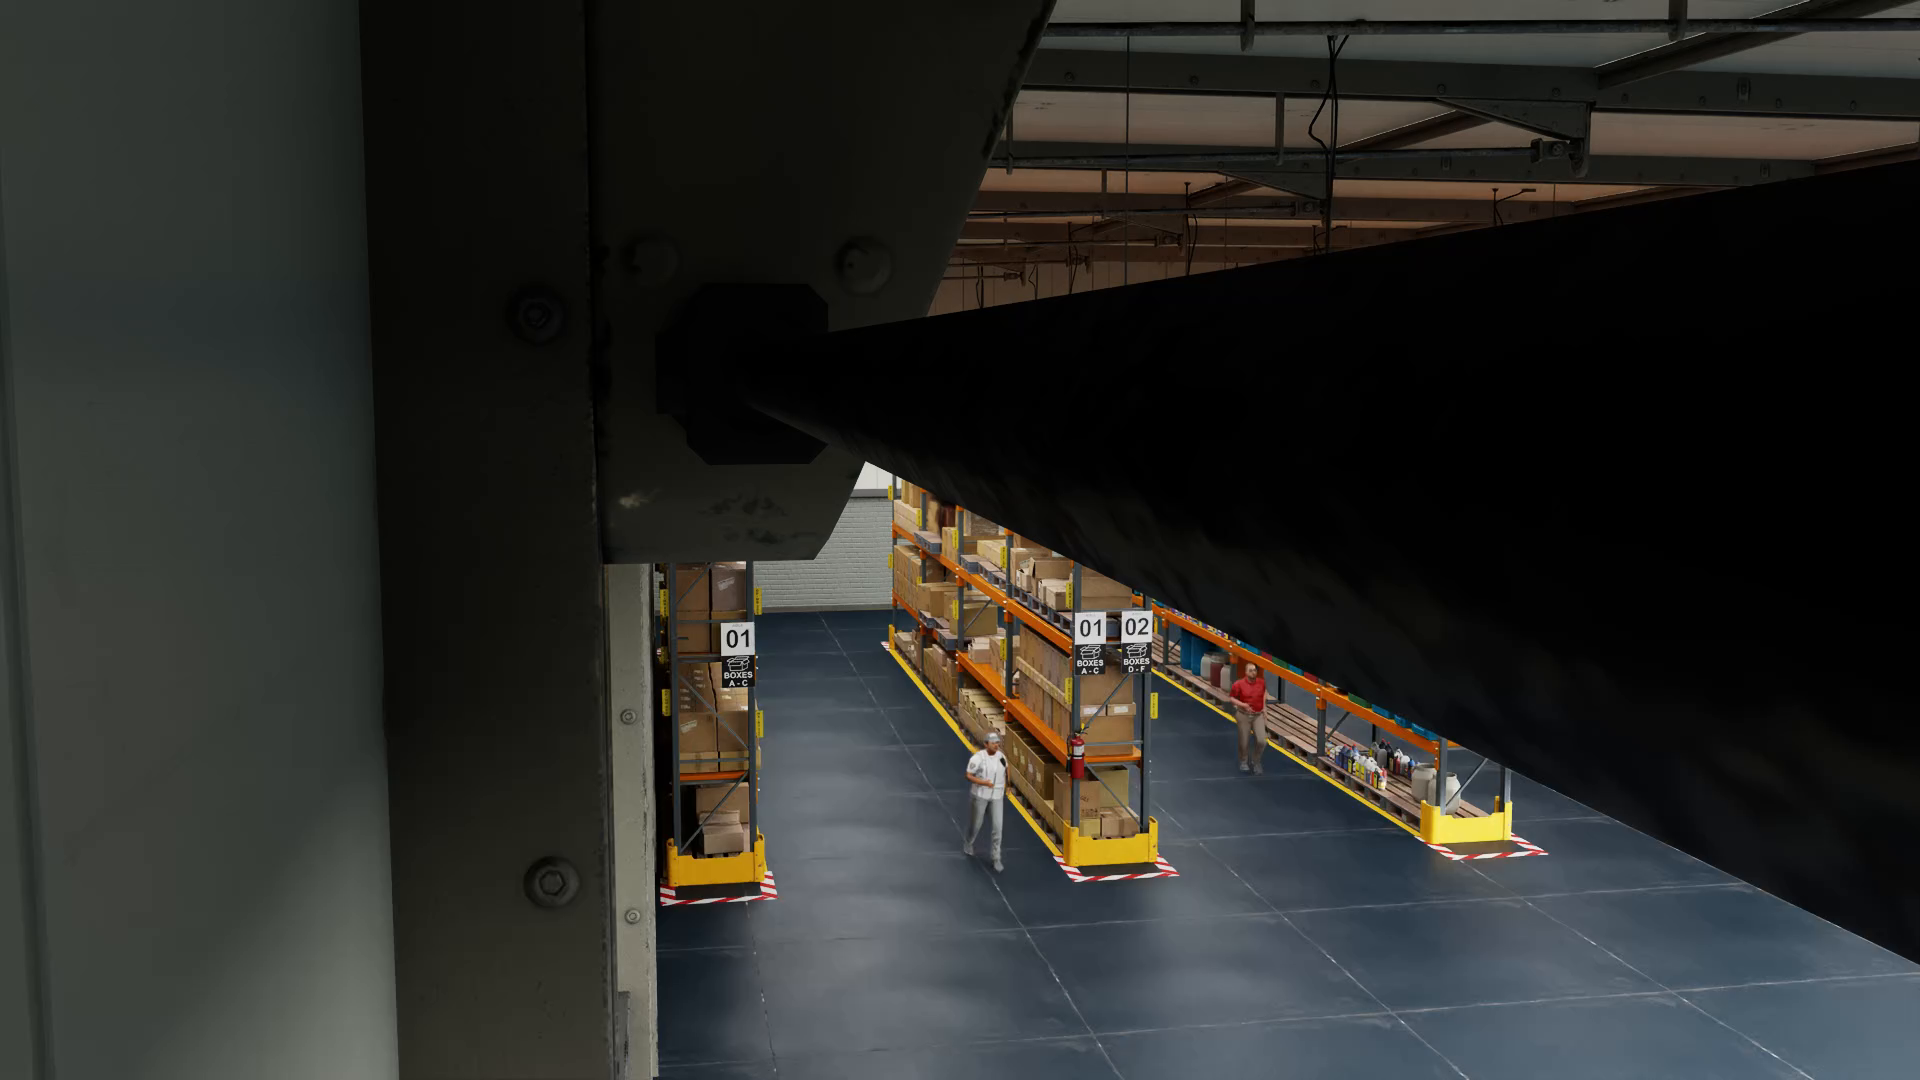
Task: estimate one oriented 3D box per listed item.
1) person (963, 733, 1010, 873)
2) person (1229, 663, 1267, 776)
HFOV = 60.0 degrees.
[{"bbox_3d":[0.385,3.260,20.949,0.646,1.674,0.887,-2,6,-16],"label":"person"},{"bbox_3d":[4.434,2.748,25.399,0.650,1.745,0.710,-1,6,-7],"label":"person"}]
